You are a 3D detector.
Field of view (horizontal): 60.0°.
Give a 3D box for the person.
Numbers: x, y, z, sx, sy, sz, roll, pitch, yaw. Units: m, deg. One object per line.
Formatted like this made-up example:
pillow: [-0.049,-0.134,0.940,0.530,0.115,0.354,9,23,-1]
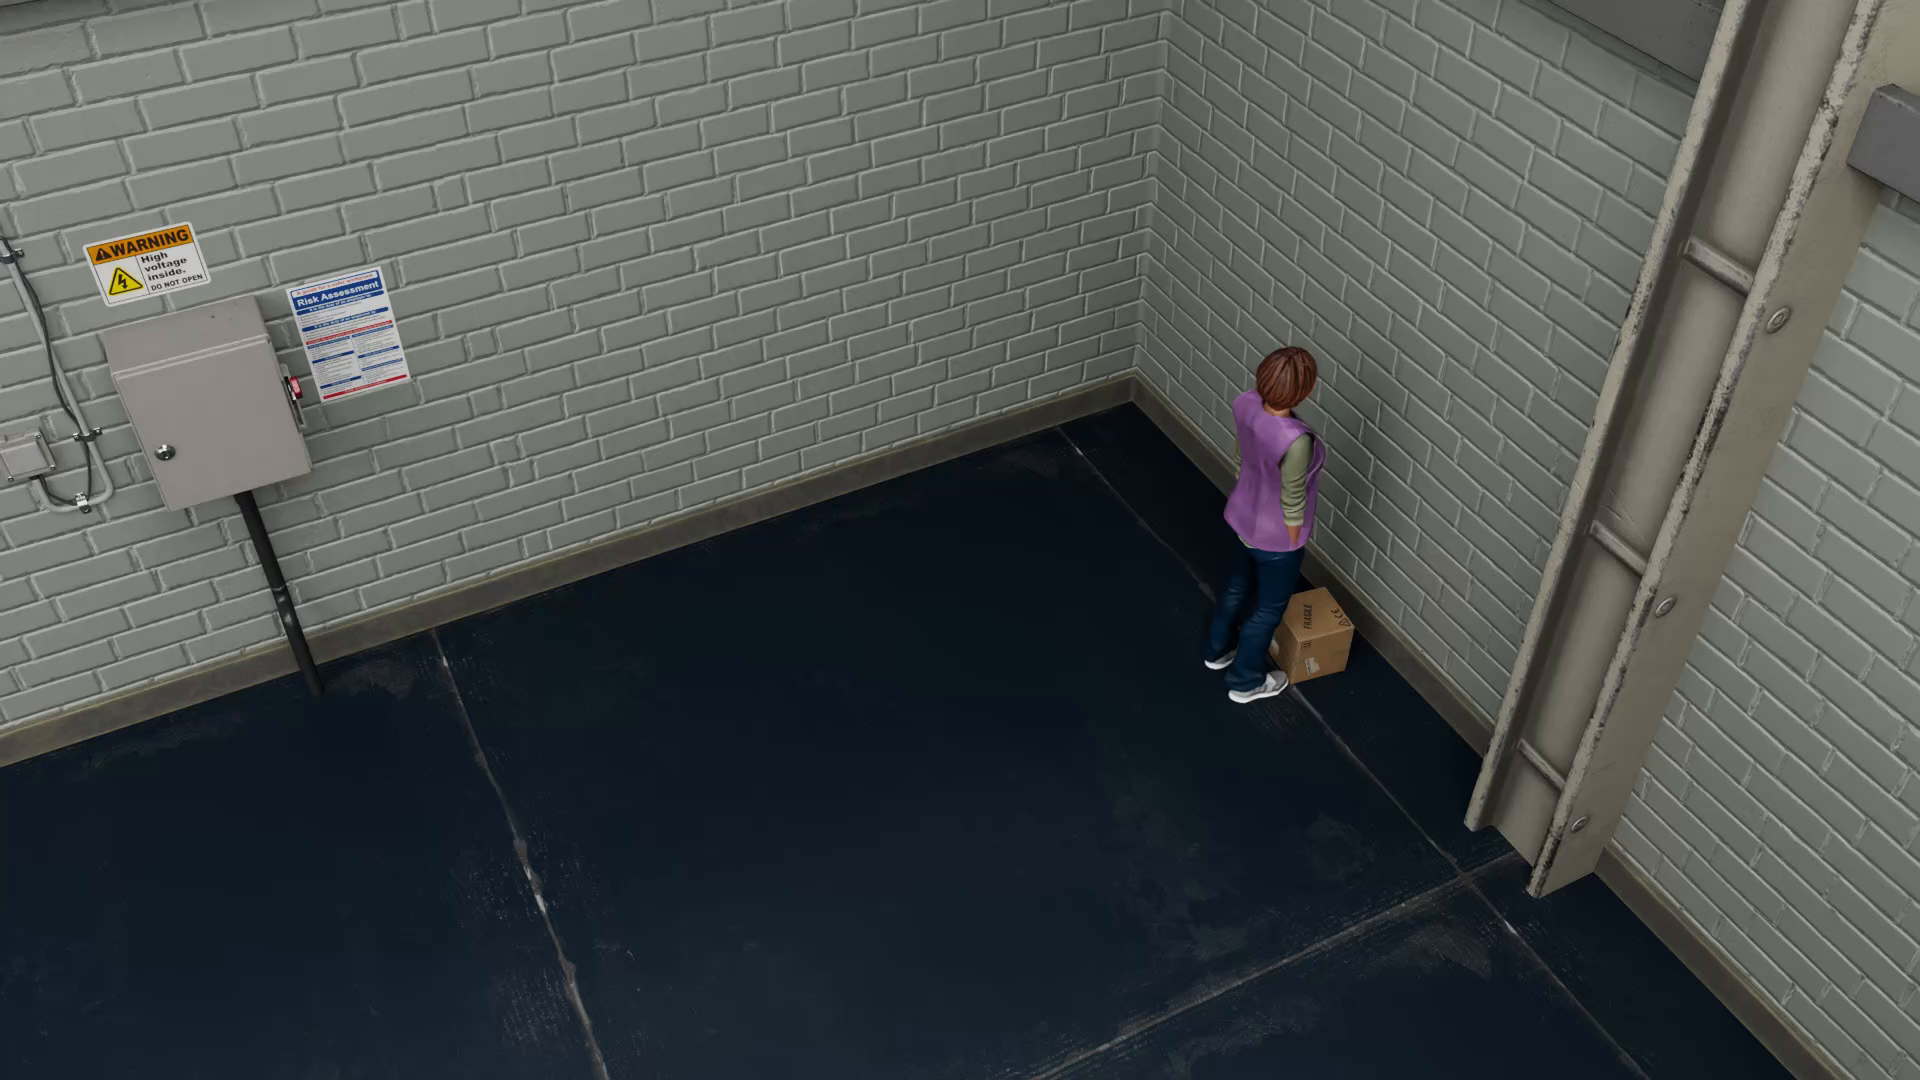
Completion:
person: [1.140,-0.059,6.235,0.310,1.596,0.406,-18,45,-19]
